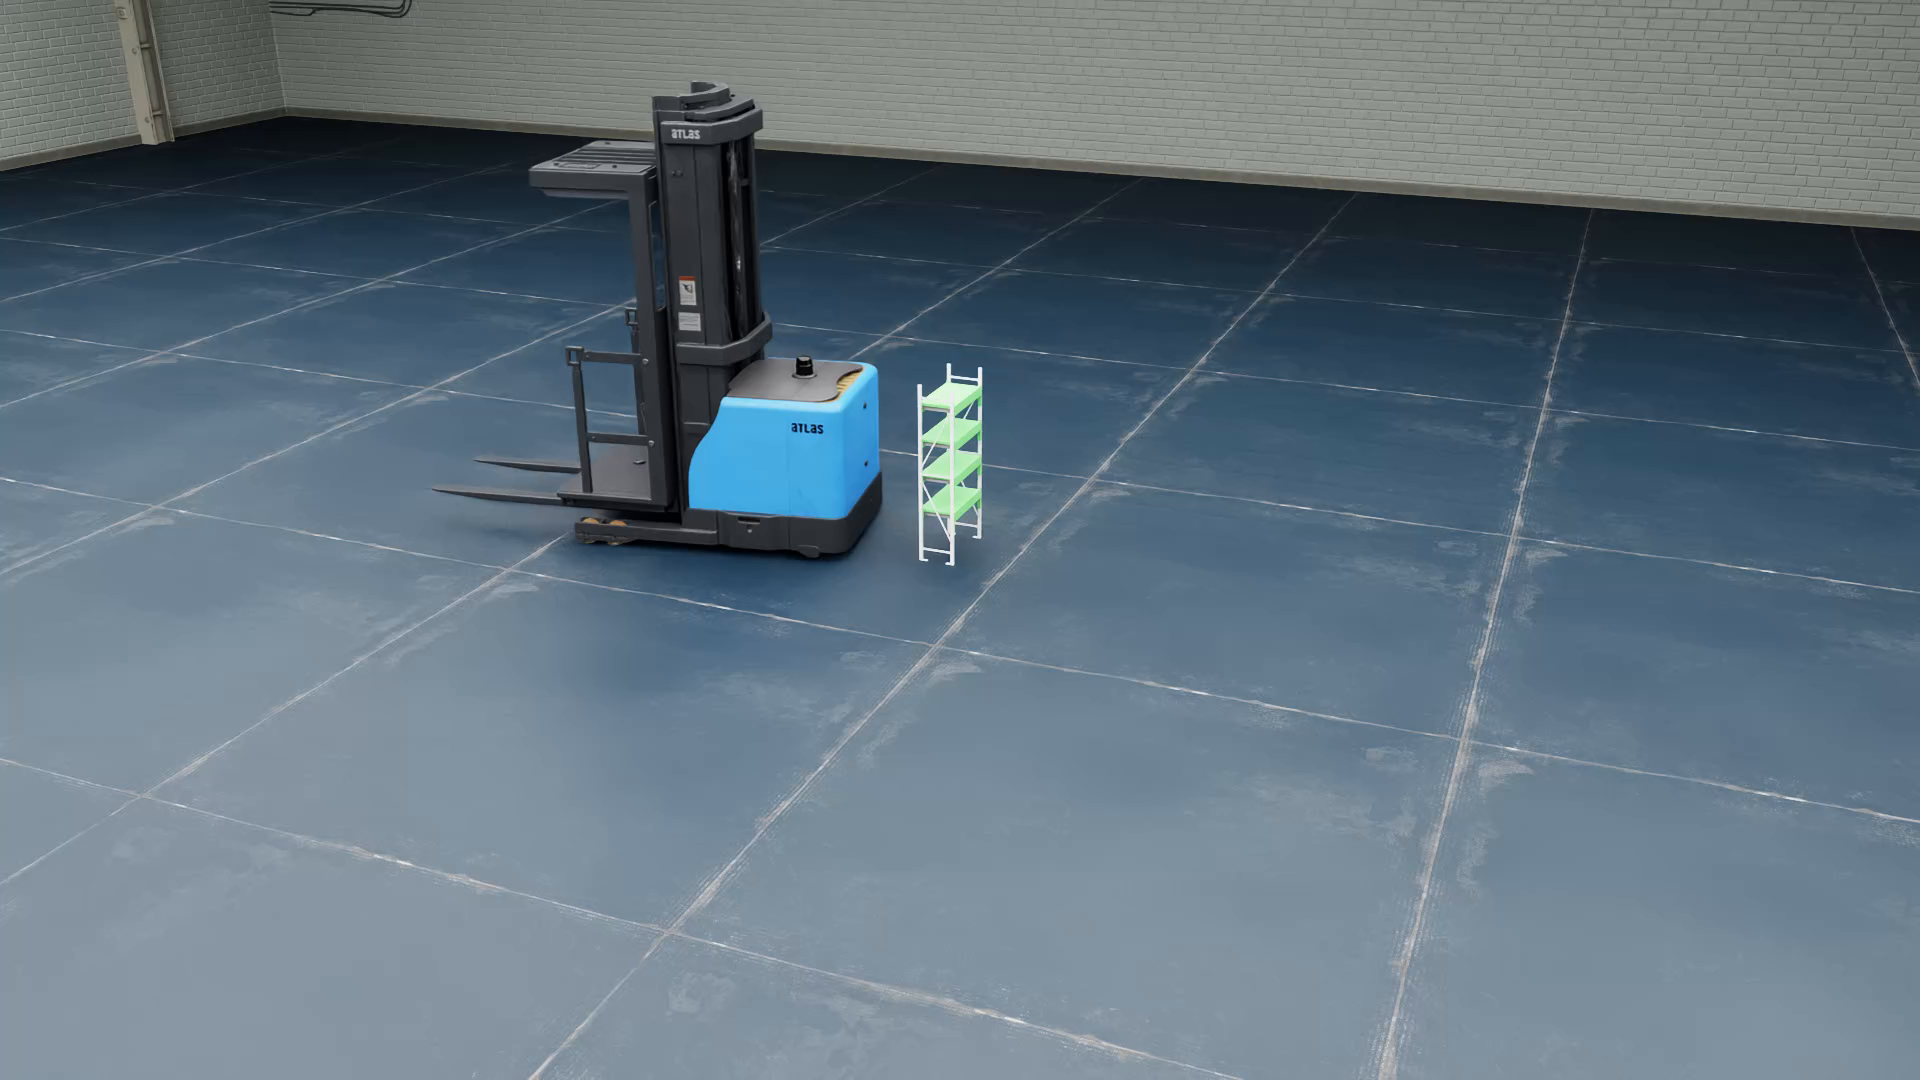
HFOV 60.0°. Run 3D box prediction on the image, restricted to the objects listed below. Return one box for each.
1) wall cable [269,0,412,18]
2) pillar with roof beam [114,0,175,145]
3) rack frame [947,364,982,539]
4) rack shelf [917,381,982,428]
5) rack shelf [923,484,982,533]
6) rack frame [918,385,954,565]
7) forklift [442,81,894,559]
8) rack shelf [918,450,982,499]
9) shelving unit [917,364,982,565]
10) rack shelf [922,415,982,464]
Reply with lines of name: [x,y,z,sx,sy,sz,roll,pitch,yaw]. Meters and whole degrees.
wall cable: [-10.373,-9.880,27.256,3.097,2.526,0.112,9,24,20]
pillar with roof beam: [-8.698,-9.831,23.112,9.100,9.000,0.400,9,24,20]
rack frame: [0.029,-0.582,11.086,0.240,1.200,0.015,9,24,20]
rack shelf: [-0.062,-0.878,10.717,0.258,0.148,0.480,9,24,20]
rack shelf: [-0.061,-0.214,10.994,0.258,0.148,0.480,9,24,20]
rack frame: [-0.152,-0.407,10.668,0.240,1.200,0.015,9,24,20]
forklift: [-2.036,-1.500,11.039,3.031,2.935,1.130,5,23,11]
rack shelf: [-0.061,-0.435,10.902,0.258,0.148,0.480,9,24,20]
shelving unit: [-0.061,-0.494,10.877,0.258,1.200,0.503,9,24,20]
rack shelf: [-0.062,-0.657,10.809,0.258,0.148,0.480,9,24,20]
